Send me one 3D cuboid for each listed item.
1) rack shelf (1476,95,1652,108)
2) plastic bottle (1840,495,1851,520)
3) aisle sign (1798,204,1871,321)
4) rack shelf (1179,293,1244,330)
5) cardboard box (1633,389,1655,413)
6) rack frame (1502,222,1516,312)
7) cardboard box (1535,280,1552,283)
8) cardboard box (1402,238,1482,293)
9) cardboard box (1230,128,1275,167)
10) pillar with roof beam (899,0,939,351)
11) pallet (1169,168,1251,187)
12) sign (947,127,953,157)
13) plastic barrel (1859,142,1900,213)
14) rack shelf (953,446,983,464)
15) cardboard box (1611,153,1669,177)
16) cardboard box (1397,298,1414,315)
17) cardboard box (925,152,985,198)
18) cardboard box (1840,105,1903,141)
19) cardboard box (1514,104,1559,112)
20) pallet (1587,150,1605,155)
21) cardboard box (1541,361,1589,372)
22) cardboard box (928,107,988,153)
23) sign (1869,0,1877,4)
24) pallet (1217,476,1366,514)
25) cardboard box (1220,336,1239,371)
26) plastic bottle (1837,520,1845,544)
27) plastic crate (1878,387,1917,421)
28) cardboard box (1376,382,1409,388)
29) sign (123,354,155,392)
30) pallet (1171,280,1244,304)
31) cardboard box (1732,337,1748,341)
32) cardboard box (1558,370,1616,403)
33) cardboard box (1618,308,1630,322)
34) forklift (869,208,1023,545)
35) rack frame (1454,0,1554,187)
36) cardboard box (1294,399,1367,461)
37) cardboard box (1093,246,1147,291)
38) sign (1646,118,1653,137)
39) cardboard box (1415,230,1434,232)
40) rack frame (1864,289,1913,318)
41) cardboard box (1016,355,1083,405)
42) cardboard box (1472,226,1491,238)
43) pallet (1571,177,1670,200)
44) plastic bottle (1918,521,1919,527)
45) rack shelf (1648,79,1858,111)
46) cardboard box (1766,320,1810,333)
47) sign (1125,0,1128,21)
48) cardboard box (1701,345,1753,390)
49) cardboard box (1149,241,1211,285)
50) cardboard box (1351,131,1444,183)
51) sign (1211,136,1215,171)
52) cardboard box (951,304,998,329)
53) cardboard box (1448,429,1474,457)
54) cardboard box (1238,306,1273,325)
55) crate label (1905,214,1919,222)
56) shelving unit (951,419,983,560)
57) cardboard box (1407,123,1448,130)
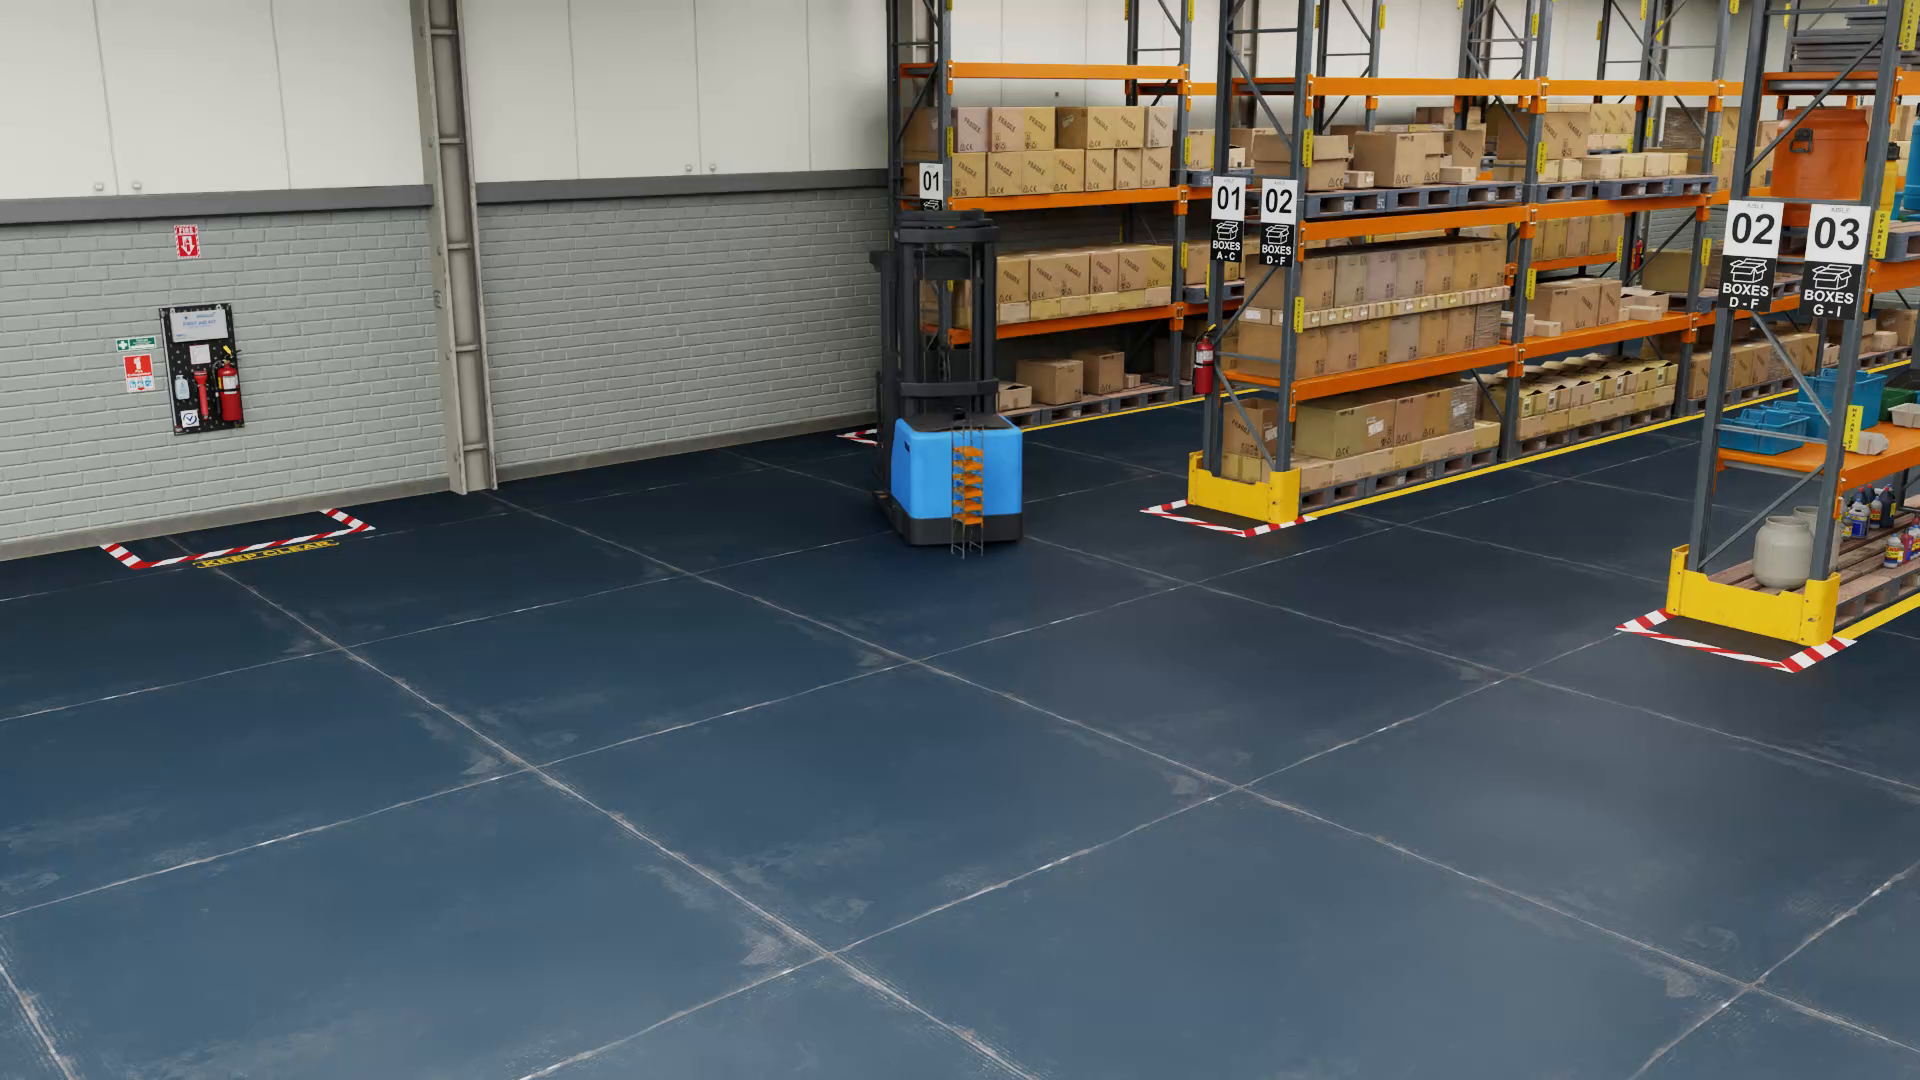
[{"bbox_3d":[10.090,-7.434,27.811,4.000,0.370,1.077,-13,19,-39],"label":"rack shelf"},{"bbox_3d":[7.705,-0.226,14.565,0.185,0.351,0.144,-13,20,-40],"label":"plastic bottle"},{"bbox_3d":[6.170,-1.963,11.747,0.004,0.787,0.394,-13,19,-39],"label":"aisle sign"},{"bbox_3d":[4.055,-3.373,23.460,4.000,0.370,1.077,-13,19,-39],"label":"rack shelf"},{"bbox_3d":[8.195,-1.746,20.488,0.500,0.250,0.500,-13,20,-40],"label":"cardboard box"},{"bbox_3d":[8.582,-4.737,27.173,0.127,3.000,1.000,-13,19,-39],"label":"rack frame"},{"bbox_3d":[9.953,-4.388,28.637,0.250,0.149,0.380,-13,20,-40],"label":"cardboard box"},{"bbox_3d":[5.090,-2.931,17.703,0.500,0.500,0.700,-13,20,-39],"label":"cardboard box"},{"bbox_3d":[3.942,-5.368,22.716,0.500,0.500,0.500,-14,20,-41],"label":"cardboard box"},{"bbox_3d":[2.315,-5.052,16.725,0.400,9.000,9.100,-13,19,-39],"label":"pillar with roof beam"},{"bbox_3d":[3.082,-4.824,22.050,1.003,0.211,1.213,-13,19,-39],"label":"pallet"},{"bbox_3d":[-0.115,-4.470,18.667,0.005,0.325,0.100,-13,19,-39],"label":"sign"},{"bbox_3d":[6.809,-2.737,12.692,0.600,0.588,0.600,0,15,0],"label":"plastic barrel"},{"bbox_3d":[0.064,-0.748,14.504,0.180,0.103,0.258,-7,17,-26],"label":"rack shelf"},{"bbox_3d":[8.130,-4.495,19.932,0.500,0.250,0.500,-12,19,-38],"label":"cardboard box"},{"bbox_3d":[4.381,-2.387,16.924,0.250,0.149,0.380,-12,19,-39],"label":"cardboard box"},{"bbox_3d":[-0.055,-4.220,19.190,0.500,0.500,0.500,-12,19,-38],"label":"cardboard box"},{"bbox_3d":[13.299,-6.101,24.335,0.500,0.500,0.700,-13,19,-39],"label":"cardboard box"},{"bbox_3d":[9.303,-6.794,26.889,0.500,0.500,0.500,-13,20,-40],"label":"cardboard box"},{"bbox_3d":[10.126,-6.486,28.078,1.213,0.211,1.003,-13,19,-39],"label":"pallet"},{"bbox_3d":[7.454,-2.033,20.477,0.500,0.311,0.500,-13,20,-41],"label":"cardboard box"},{"bbox_3d":[-0.021,-4.713,19.098,0.500,0.500,0.500,14,21,43],"label":"cardboard box"},{"bbox_3d":[12.205,-7.093,22.249,0.005,0.325,0.100,-13,19,-39],"label":"sign"},{"bbox_3d":[3.333,-0.531,16.830,1.213,0.211,1.003,-13,19,-39],"label":"pallet"},{"bbox_3d":[3.448,-2.612,23.208,0.500,0.500,0.700,-13,20,-40],"label":"cardboard box"},{"bbox_3d":[7.539,-0.073,14.279,0.097,0.201,0.097,0,15,0],"label":"plastic bottle"},{"bbox_3d":[7.841,-1.176,14.251,0.662,0.188,0.450,-13,19,-39],"label":"plastic crate"},{"bbox_3d":[4.491,-1.468,17.995,0.500,0.500,0.500,-13,19,-39],"label":"cardboard box"},{"bbox_3d":[-7.411,-1.507,15.012,0.234,0.329,0.001,-13,19,-39],"label":"sign"},{"bbox_3d":[3.219,-3.391,22.503,1.213,0.211,1.003,-13,19,-39],"label":"pallet"},{"bbox_3d":[10.534,-2.568,23.043,0.500,0.500,0.500,-12,19,-39],"label":"cardboard box"},{"bbox_3d":[7.435,-1.846,19.776,0.500,0.311,0.500,-12,19,-38],"label":"cardboard box"},{"bbox_3d":[7.894,-2.748,20.211,0.250,0.149,0.380,-11,18,-35],"label":"cardboard box"},{"bbox_3d":[-0.250,-1.705,15.953,1.130,2.935,3.031,-3,15,-12],"label":"forklift"},{"bbox_3d":[5.801,-5.317,17.717,0.127,3.000,1.000,-13,19,-39],"label":"rack frame"},{"bbox_3d":[3.710,-1.110,16.655,0.500,0.500,0.500,-13,19,-39],"label":"cardboard box"},{"bbox_3d":[2.020,-3.456,21.173,0.500,0.500,0.500,-13,20,-40],"label":"cardboard box"},{"bbox_3d":[11.945,-7.146,28.814,0.005,0.325,0.100,-13,19,-39],"label":"sign"},{"bbox_3d":[6.855,-4.827,25.247,0.500,0.250,0.500,-12,19,-39],"label":"cardboard box"},{"bbox_3d":[14.854,-4.451,26.102,0.127,3.000,1.000,-13,19,-39],"label":"rack frame"},{"bbox_3d":[1.126,-2.020,20.992,0.500,0.500,0.700,-14,21,-43],"label":"cardboard box"},{"bbox_3d":[8.020,-4.723,26.312,0.500,0.500,0.500,-12,19,-39],"label":"cardboard box"},{"bbox_3d":[7.524,-4.132,19.458,1.213,0.211,1.003,-12,19,-37],"label":"pallet"},{"bbox_3d":[8.240,-0.071,14.128,0.135,0.276,0.152,-12,19,-38],"label":"plastic bottle"},{"bbox_3d":[10.327,-5.792,21.667,4.000,0.370,1.077,-13,19,-39],"label":"rack shelf"},{"bbox_3d":[12.080,-2.930,24.399,0.500,0.500,0.500,-13,19,-39],"label":"cardboard box"},{"bbox_3d":[2.178,-6.915,21.585,0.005,0.325,0.100,-13,19,-39],"label":"sign"},{"bbox_3d":[10.123,-2.296,22.025,0.500,0.500,0.500,-13,20,-40],"label":"cardboard box"},{"bbox_3d":[2.953,-3.723,22.327,0.500,0.500,0.700,-13,19,-39],"label":"cardboard box"},{"bbox_3d":[4.476,-3.934,17.066,0.637,0.503,0.797,-10,18,-33],"label":"cardboard box"},{"bbox_3d":[2.438,-3.687,15.867,0.005,0.325,0.100,-13,19,-39],"label":"sign"},{"bbox_3d":[0.106,-2.663,19.657,0.500,0.250,0.500,-13,20,-41],"label":"cardboard box"},{"bbox_3d":[5.211,-1.089,18.028,0.500,0.250,0.500,-13,19,-39],"label":"cardboard box"},{"bbox_3d":[2.947,-2.204,16.239,0.250,0.149,0.380,-13,20,-40],"label":"cardboard box"},{"bbox_3d":[7.661,-2.406,12.920,0.408,0.251,0.502,-13,19,-39],"label":"crate label"},{"bbox_3d":[0.064,-0.444,14.585,0.189,1.200,0.258,-7,17,-26],"label":"shelving unit"},{"bbox_3d":[7.048,-6.140,25.567,0.500,0.500,0.700,-13,20,-39],"label":"cardboard box"}]
